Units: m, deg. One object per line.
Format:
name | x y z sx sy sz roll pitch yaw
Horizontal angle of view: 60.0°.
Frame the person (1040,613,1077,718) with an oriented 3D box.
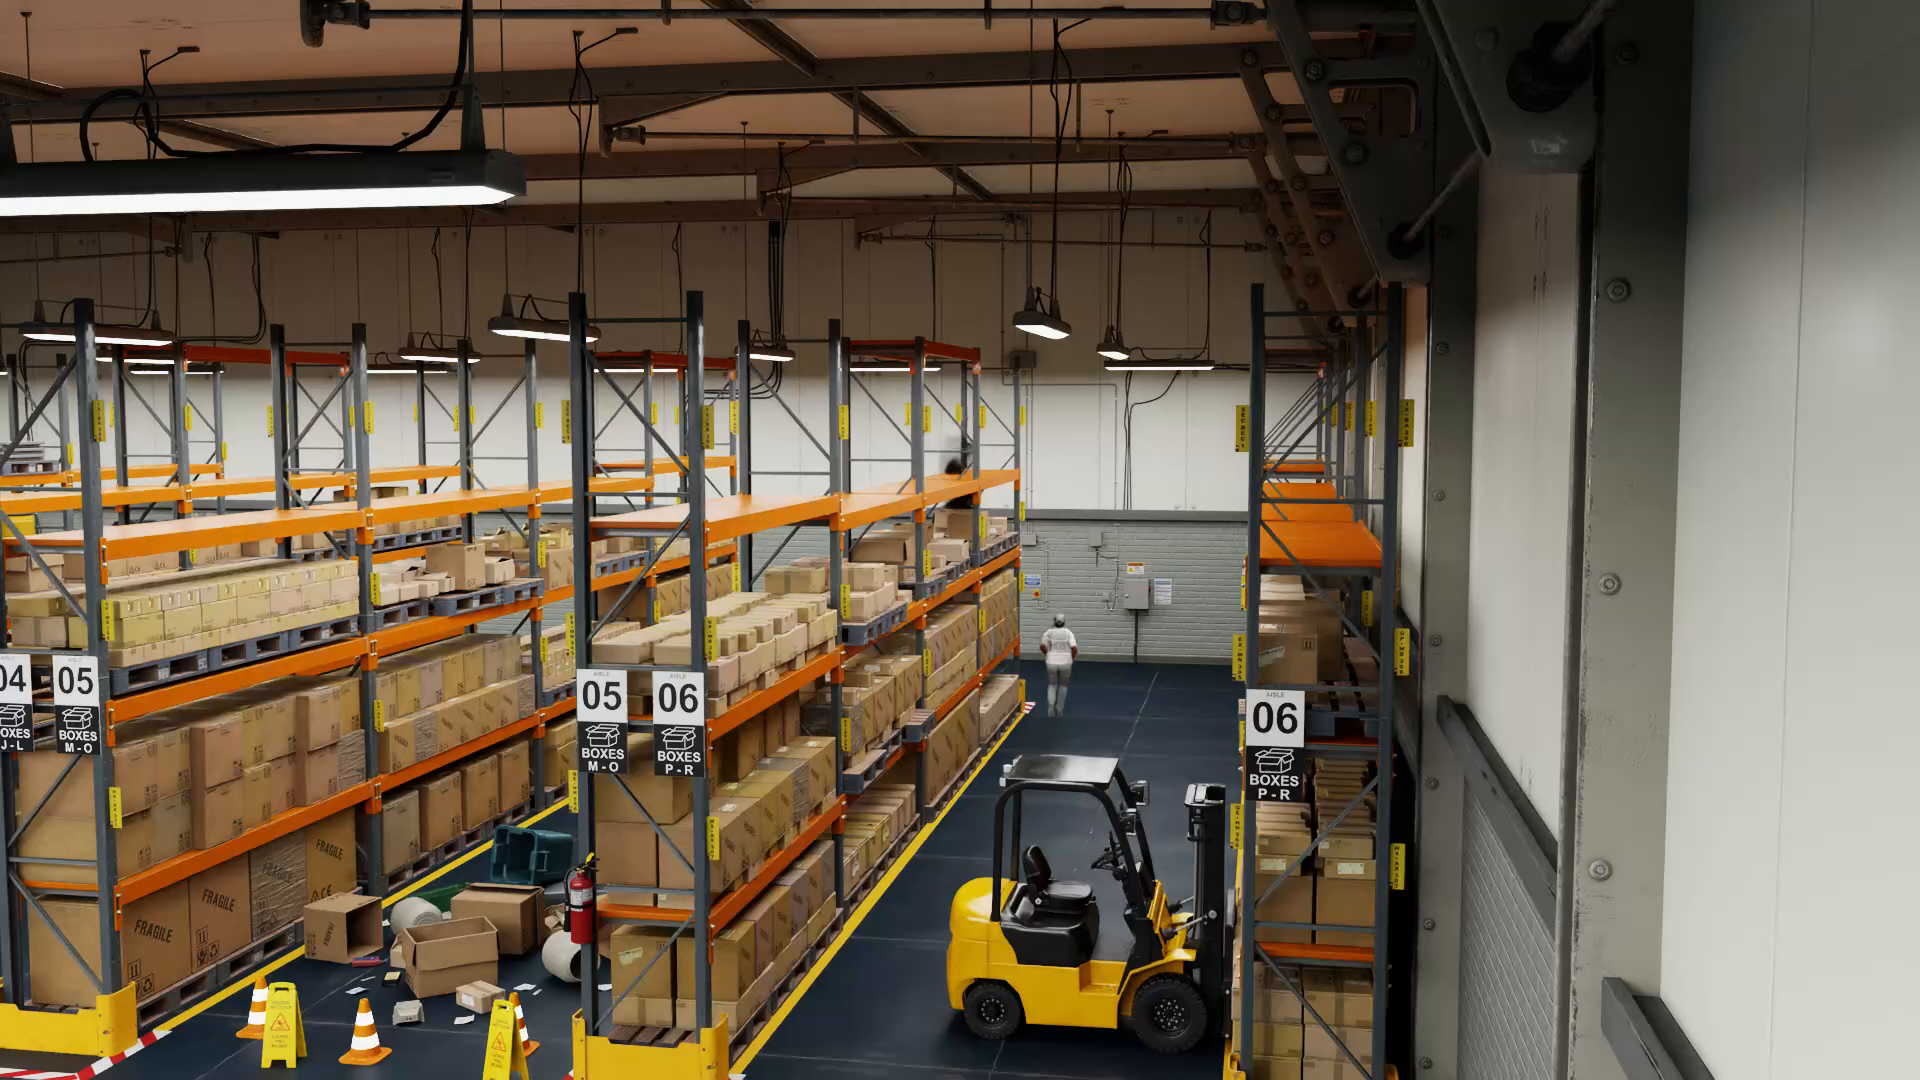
person | 1.555 1.966 26.124 0.594 1.642 0.490 1 5 11
